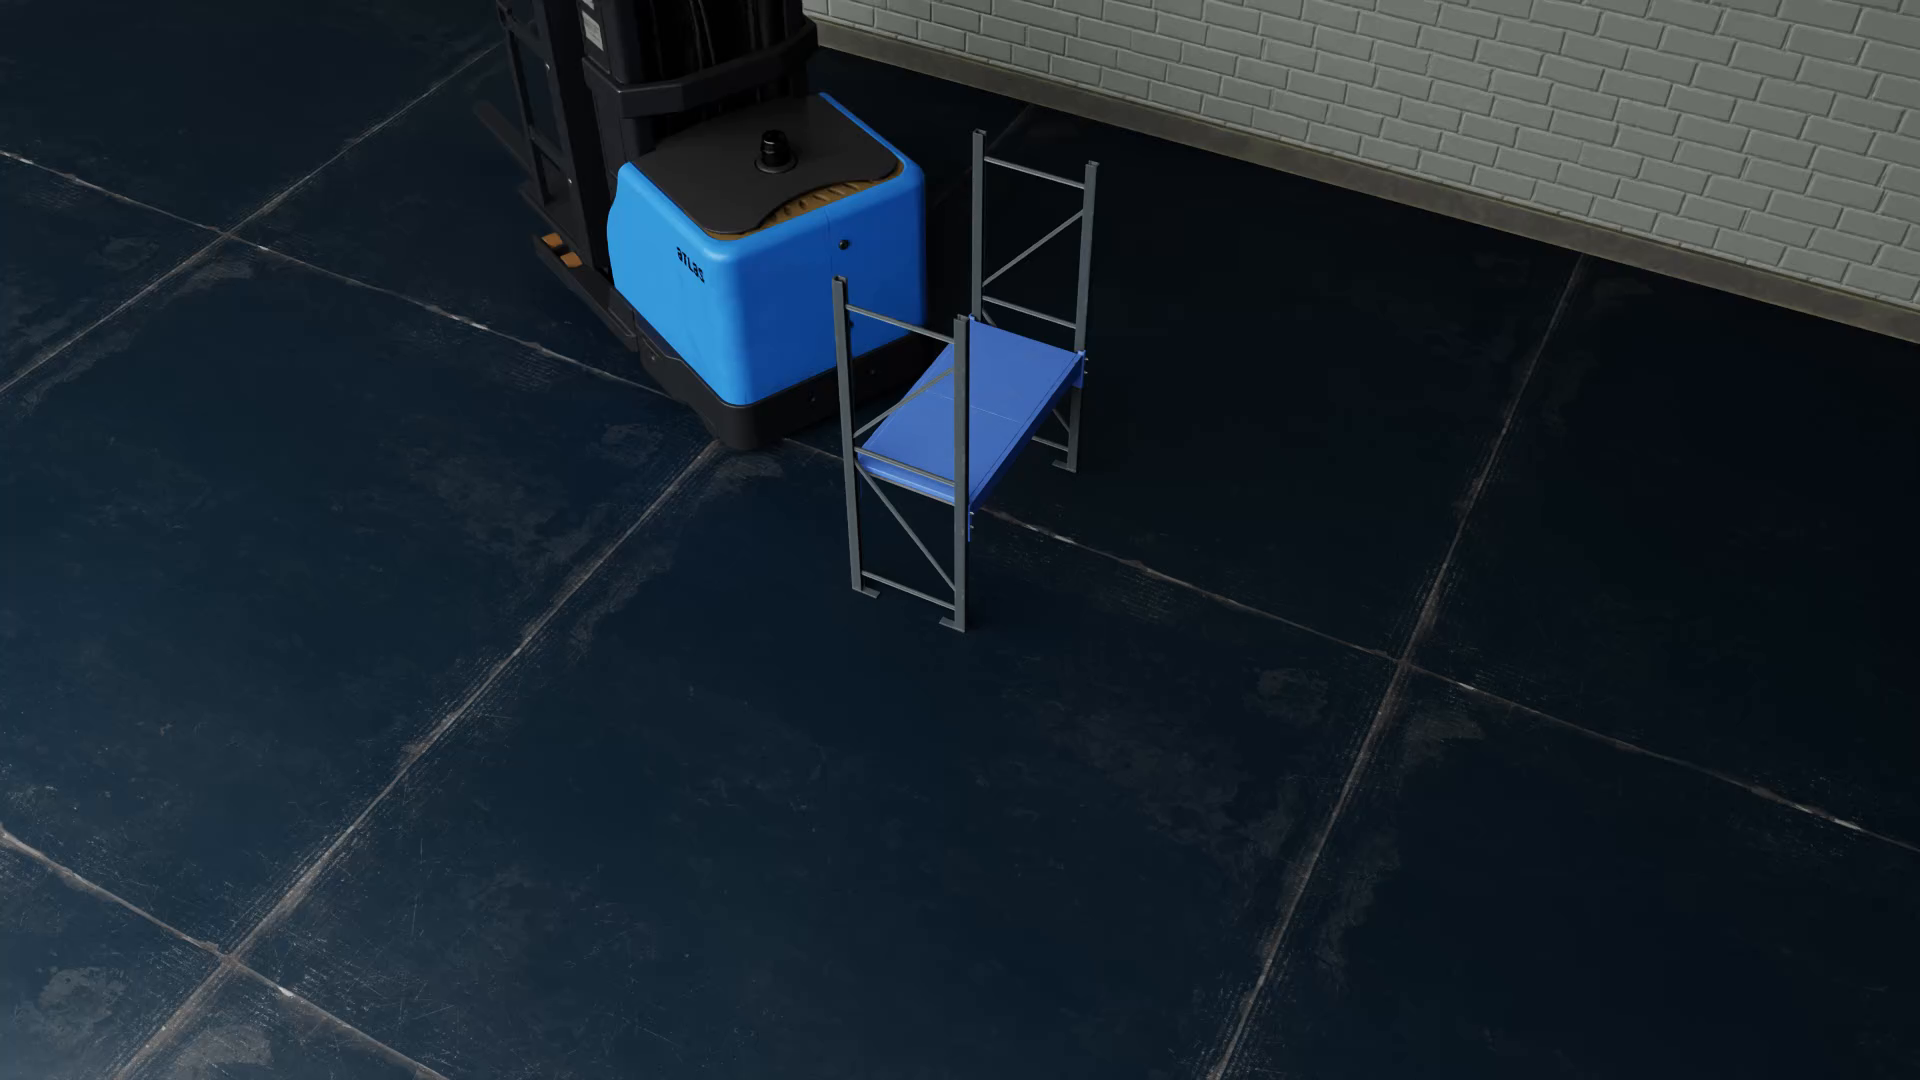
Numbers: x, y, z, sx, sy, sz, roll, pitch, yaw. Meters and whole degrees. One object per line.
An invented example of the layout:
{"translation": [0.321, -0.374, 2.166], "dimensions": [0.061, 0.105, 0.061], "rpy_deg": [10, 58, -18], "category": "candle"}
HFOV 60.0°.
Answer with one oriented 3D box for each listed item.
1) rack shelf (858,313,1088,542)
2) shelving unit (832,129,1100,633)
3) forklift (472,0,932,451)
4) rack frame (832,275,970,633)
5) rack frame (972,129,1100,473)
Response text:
{"translation": [0.040, -0.455, 6.398], "dimensions": [0.538, 0.185, 1.000], "rpy_deg": [20, 49, 19], "category": "rack shelf"}
{"translation": [0.040, -0.581, 6.270], "dimensions": [0.538, 1.500, 1.048], "rpy_deg": [20, 49, 19], "category": "shelving unit"}
{"translation": [-1.394, -2.417, 7.078], "dimensions": [1.130, 2.935, 3.031], "rpy_deg": [-27, 51, -24], "category": "forklift"}
{"translation": [-0.196, -0.261, 5.953], "dimensions": [0.500, 1.500, 0.032], "rpy_deg": [20, 49, 19], "category": "rack frame"}
{"translation": [0.276, -0.901, 6.586], "dimensions": [0.500, 1.500, 0.032], "rpy_deg": [20, 49, 19], "category": "rack frame"}
